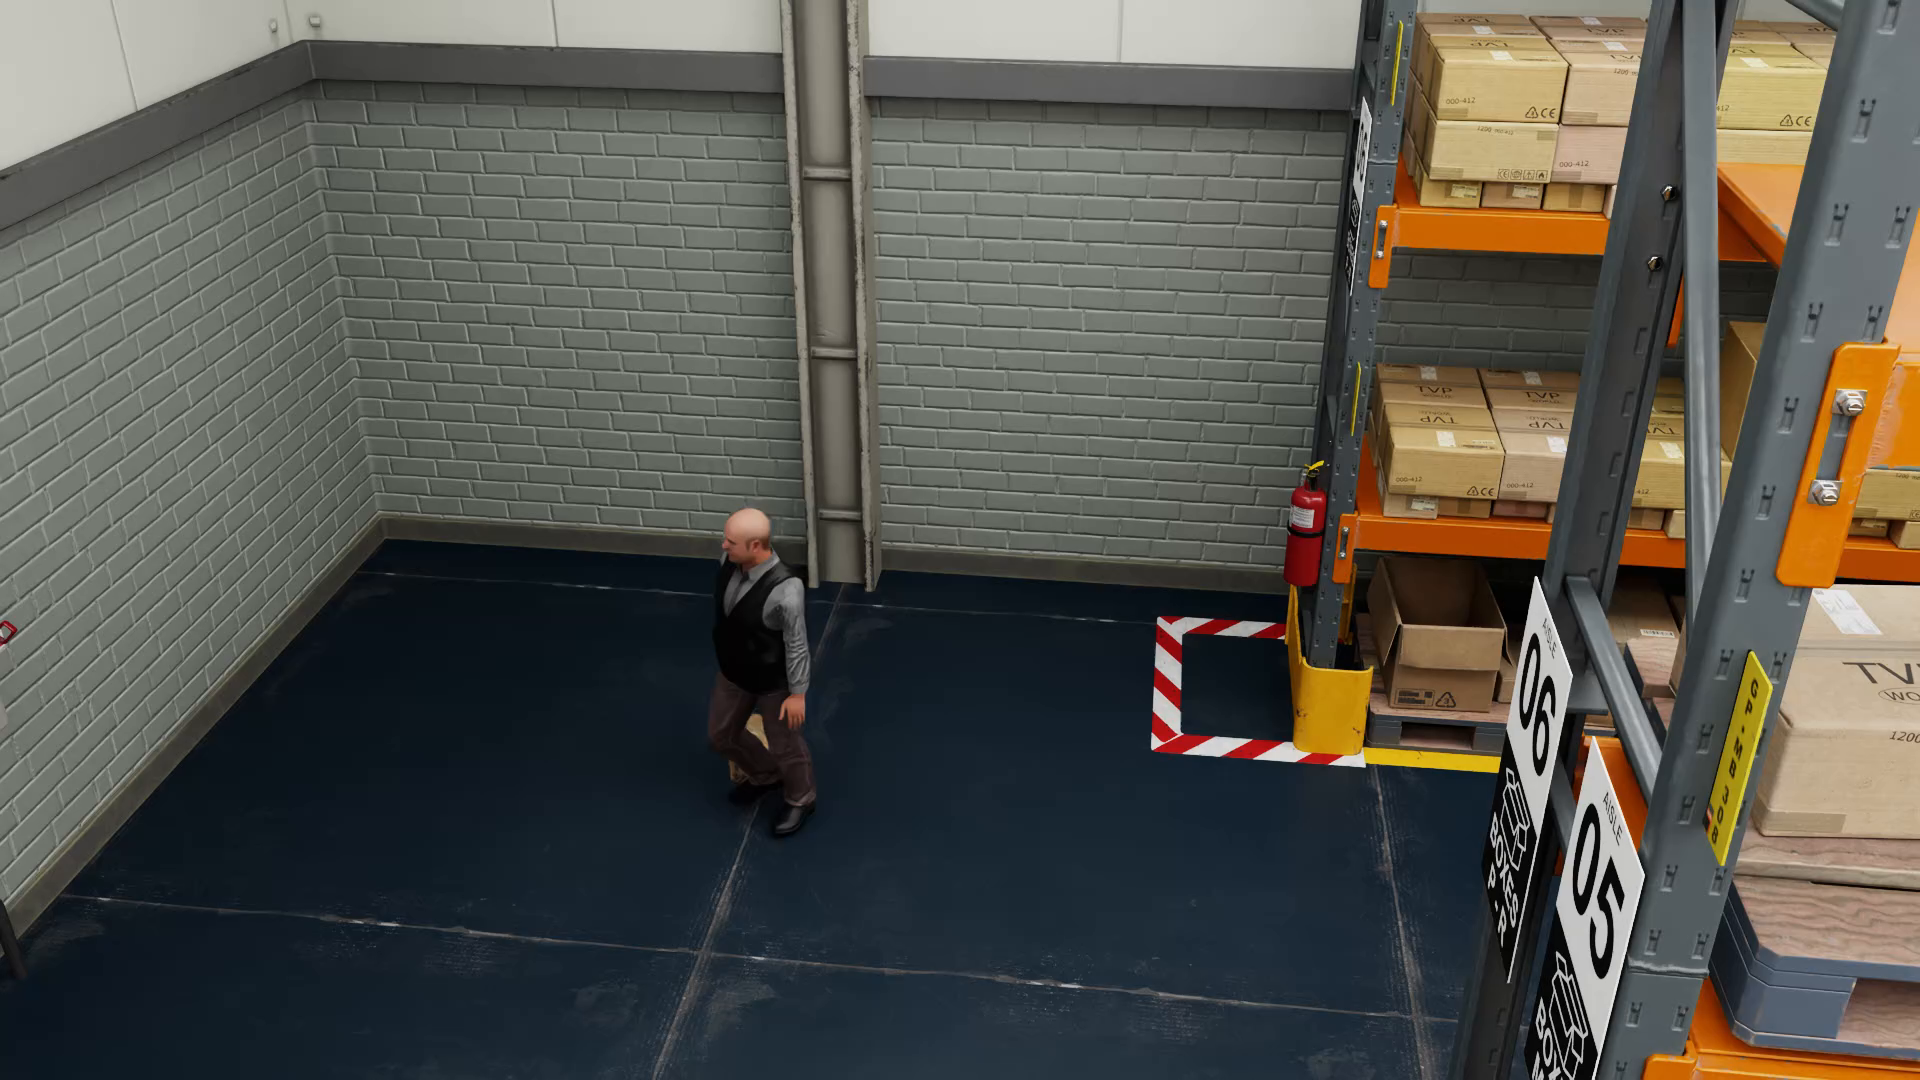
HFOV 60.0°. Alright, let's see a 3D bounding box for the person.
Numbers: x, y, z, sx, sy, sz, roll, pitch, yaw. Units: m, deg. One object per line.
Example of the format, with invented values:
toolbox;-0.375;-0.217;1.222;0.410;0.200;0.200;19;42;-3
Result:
person;-0.877;0.634;7.534;0.604;1.607;0.453;23;36;36
